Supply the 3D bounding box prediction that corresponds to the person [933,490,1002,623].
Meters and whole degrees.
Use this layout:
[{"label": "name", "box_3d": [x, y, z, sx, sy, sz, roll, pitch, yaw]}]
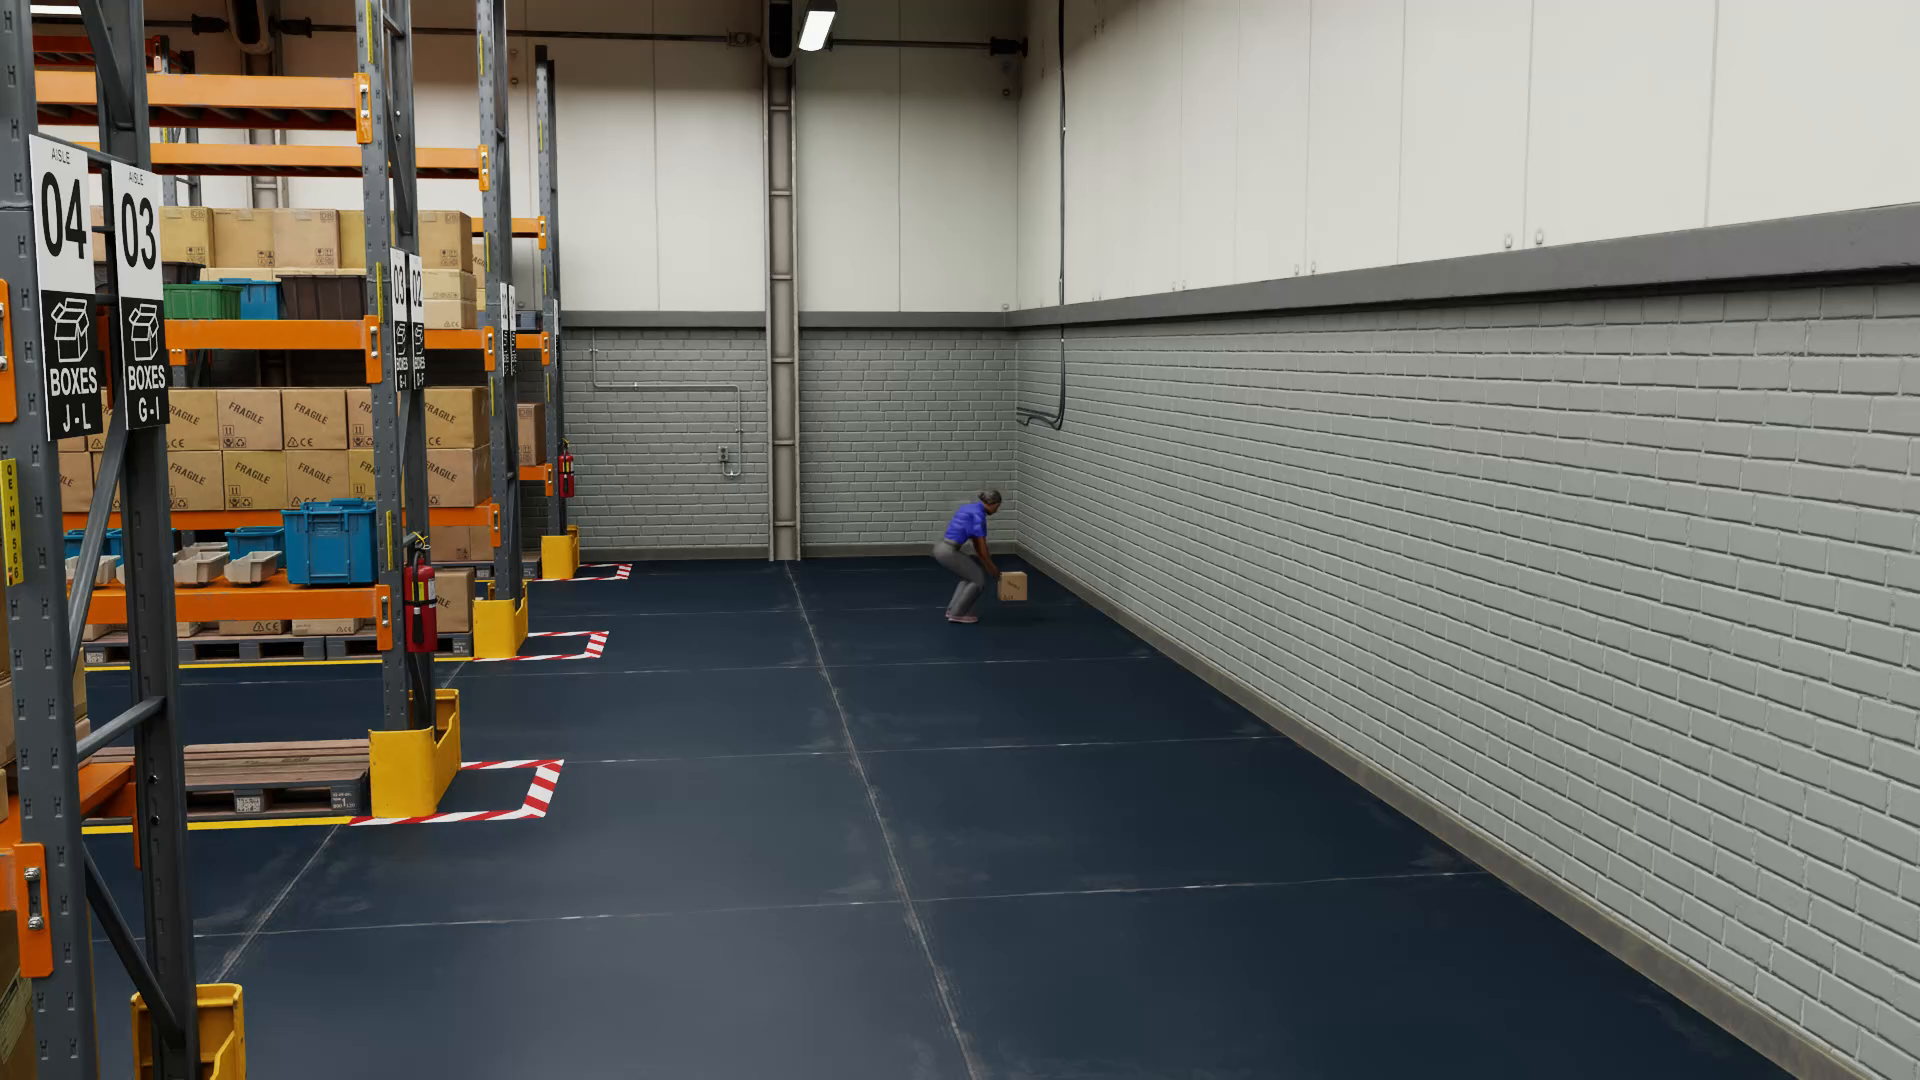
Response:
[{"label": "person", "box_3d": [0.072, 0.150, 16.245, 0.682, 1.280, 0.498, -1, 7, -9]}]
